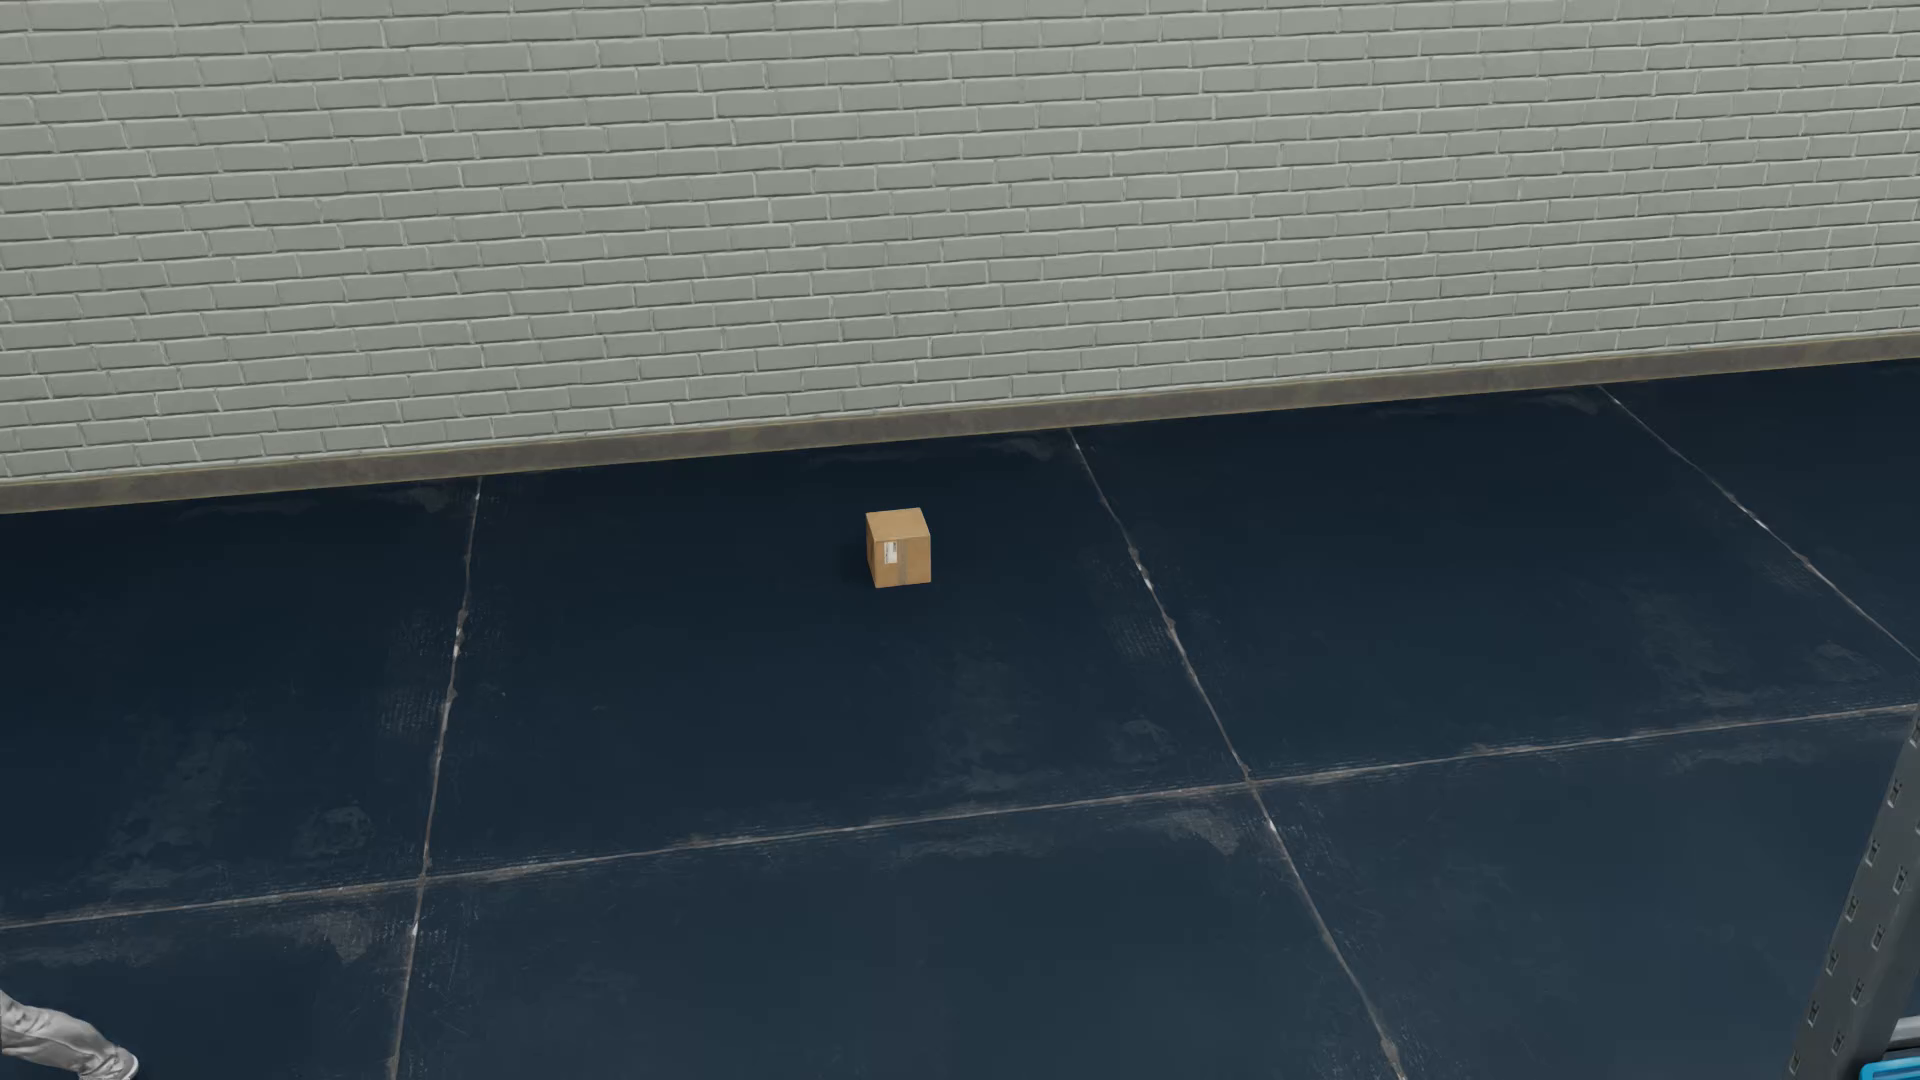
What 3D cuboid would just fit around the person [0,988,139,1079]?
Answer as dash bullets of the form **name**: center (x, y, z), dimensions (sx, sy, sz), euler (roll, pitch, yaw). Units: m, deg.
- **person**: center (-2.813, 1.078, 4.280), dimensions (0.480, 1.631, 0.990), euler (23, 38, 34)
